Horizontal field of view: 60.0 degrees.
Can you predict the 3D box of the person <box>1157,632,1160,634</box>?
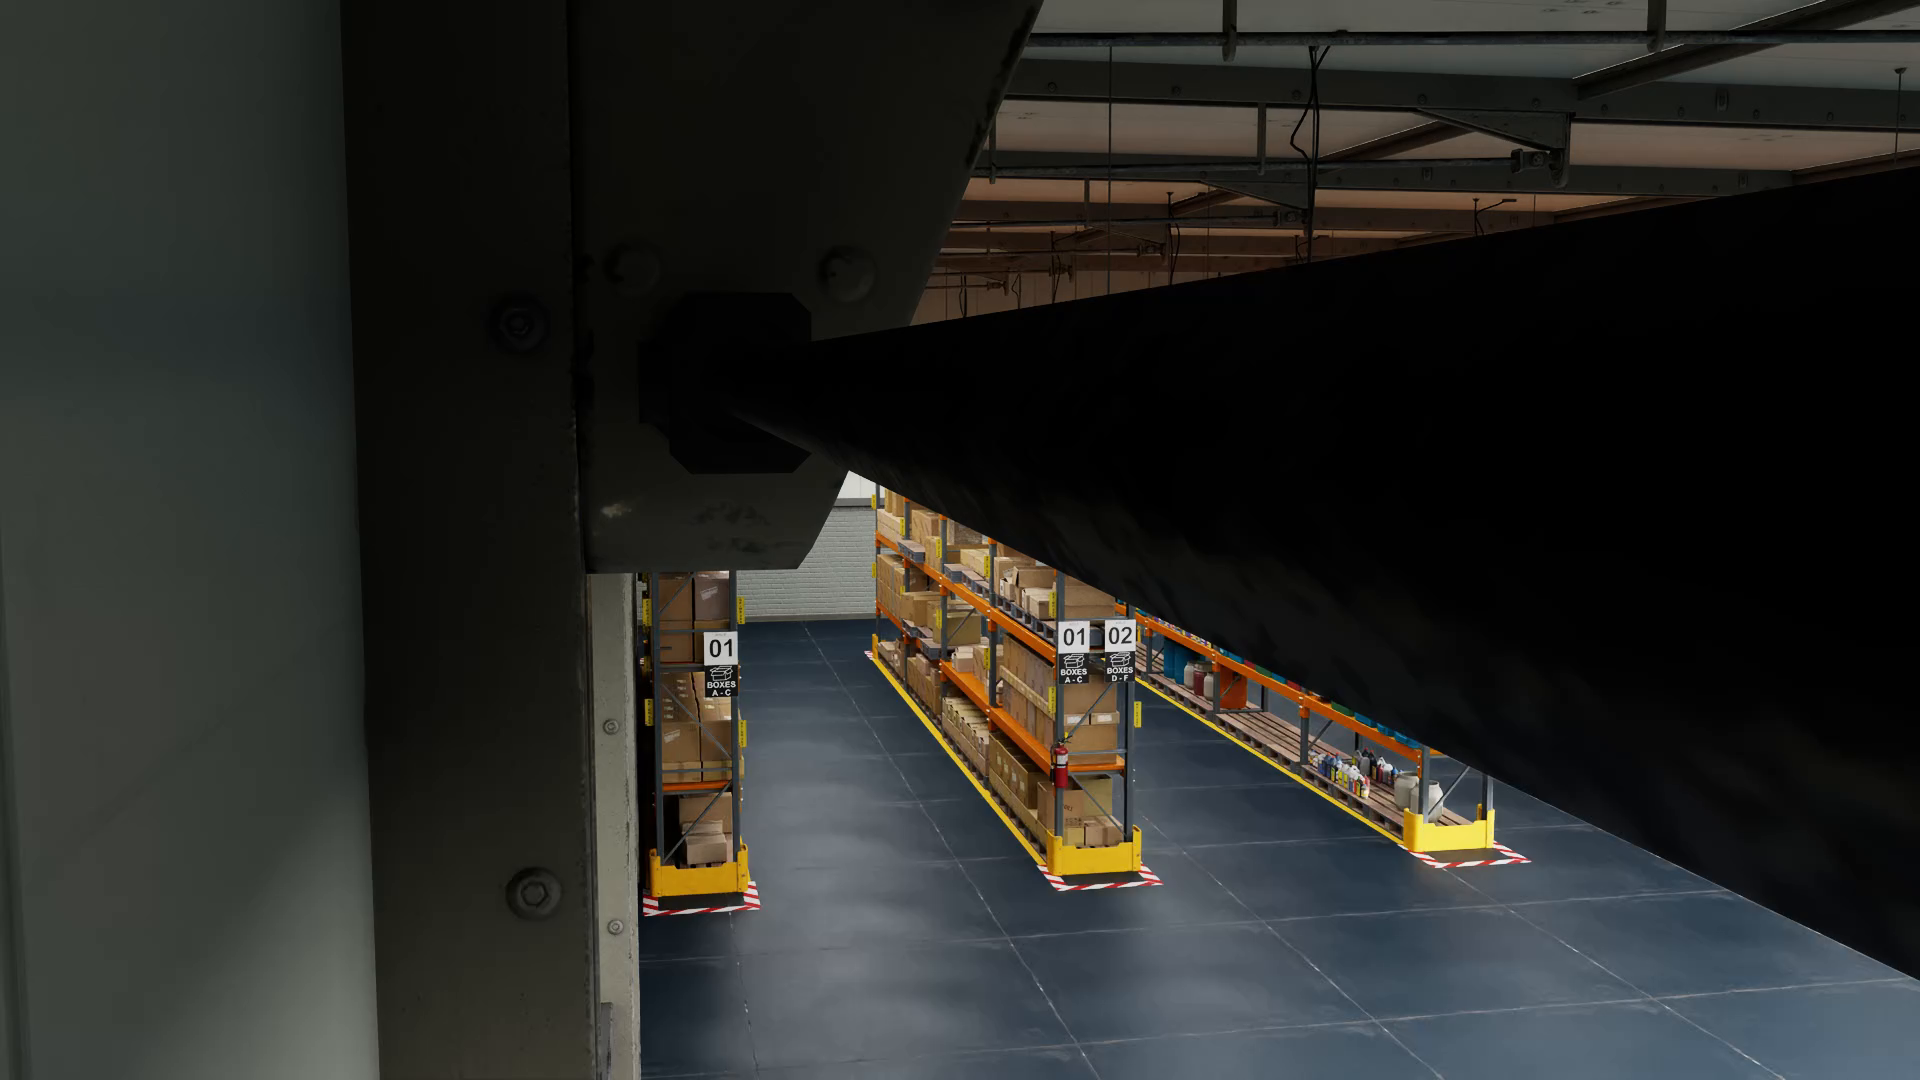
[{"bbox_3d":[4.984,1.427,39.479,0.926,1.770,0.667,0,6,-1],"label":"person"}]
